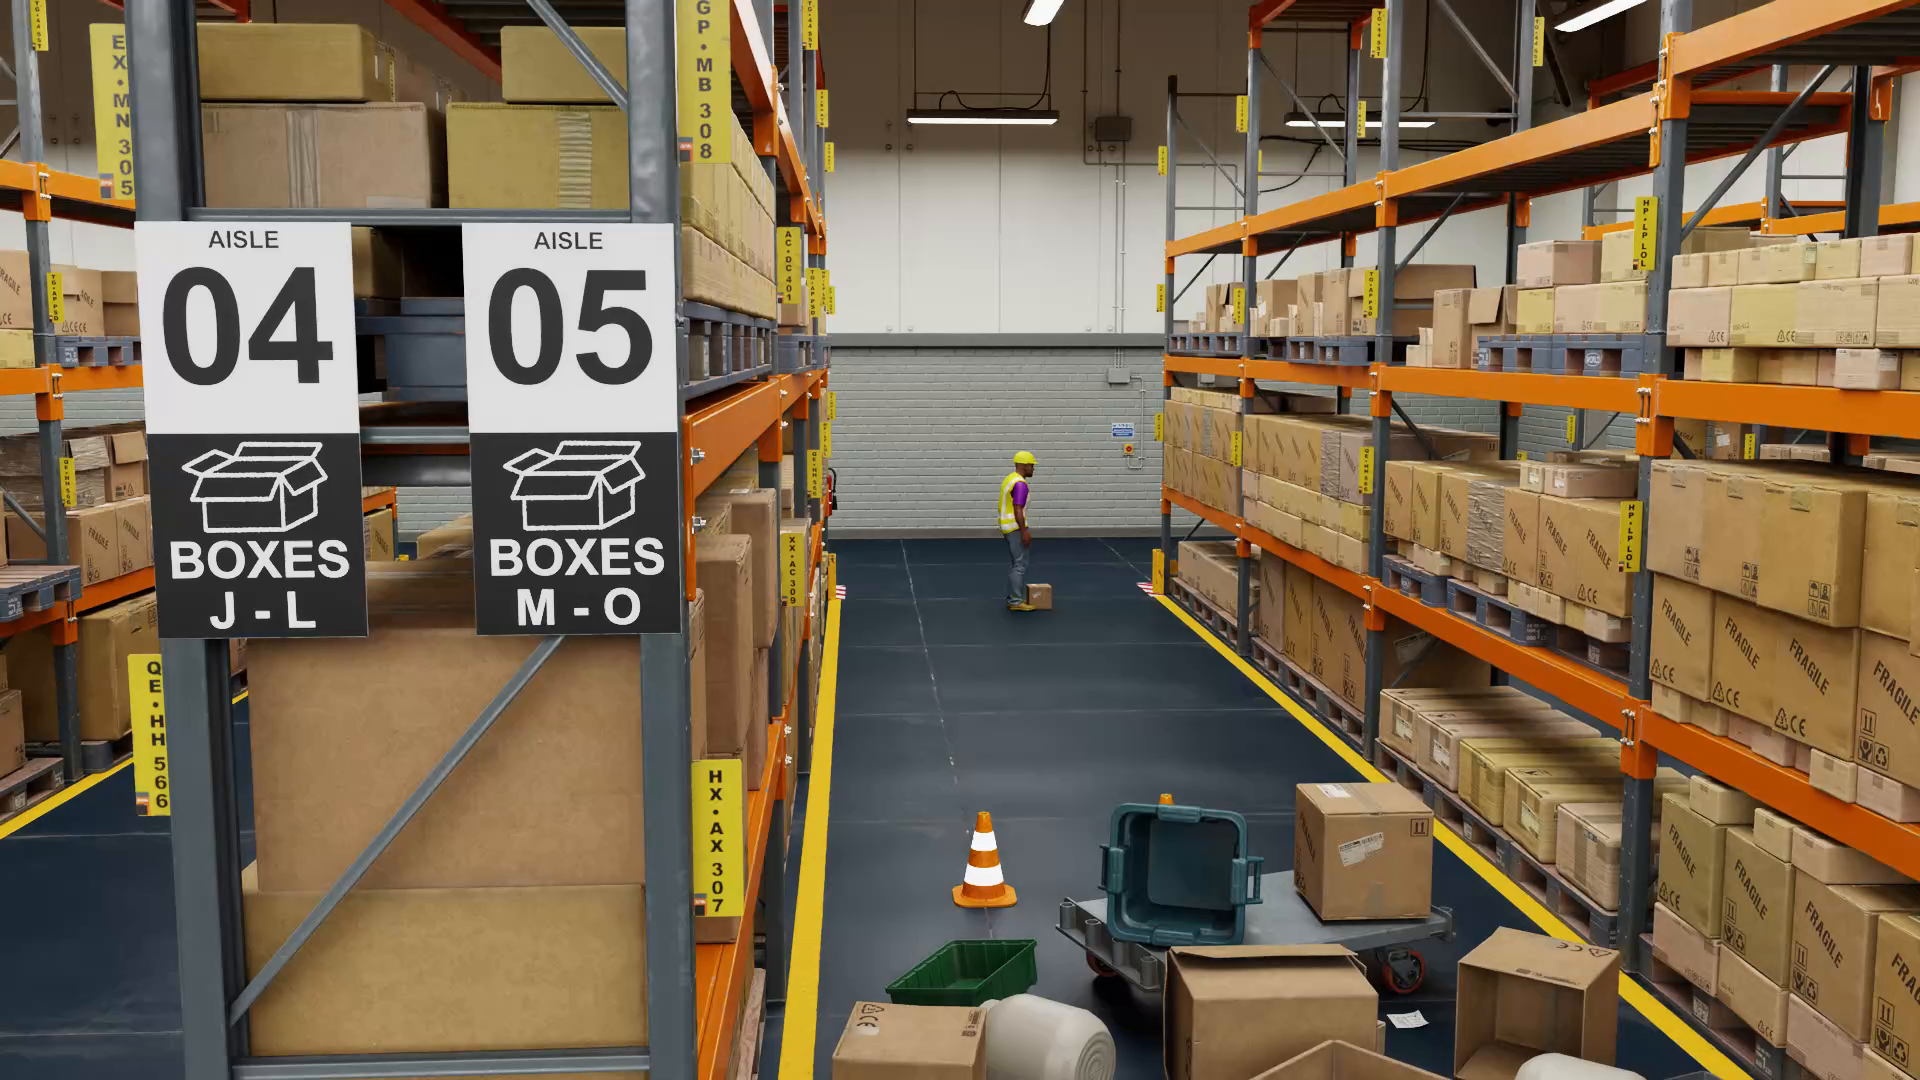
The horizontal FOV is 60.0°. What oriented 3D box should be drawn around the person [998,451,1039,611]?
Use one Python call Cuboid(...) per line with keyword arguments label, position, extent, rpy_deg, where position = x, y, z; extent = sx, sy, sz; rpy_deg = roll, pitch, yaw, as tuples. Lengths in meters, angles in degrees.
Cuboid(label="person", position=(0.659, -0.112, 18.599), extent=(0.454, 1.761, 0.635), rpy_deg=(-1, 7, -7))
